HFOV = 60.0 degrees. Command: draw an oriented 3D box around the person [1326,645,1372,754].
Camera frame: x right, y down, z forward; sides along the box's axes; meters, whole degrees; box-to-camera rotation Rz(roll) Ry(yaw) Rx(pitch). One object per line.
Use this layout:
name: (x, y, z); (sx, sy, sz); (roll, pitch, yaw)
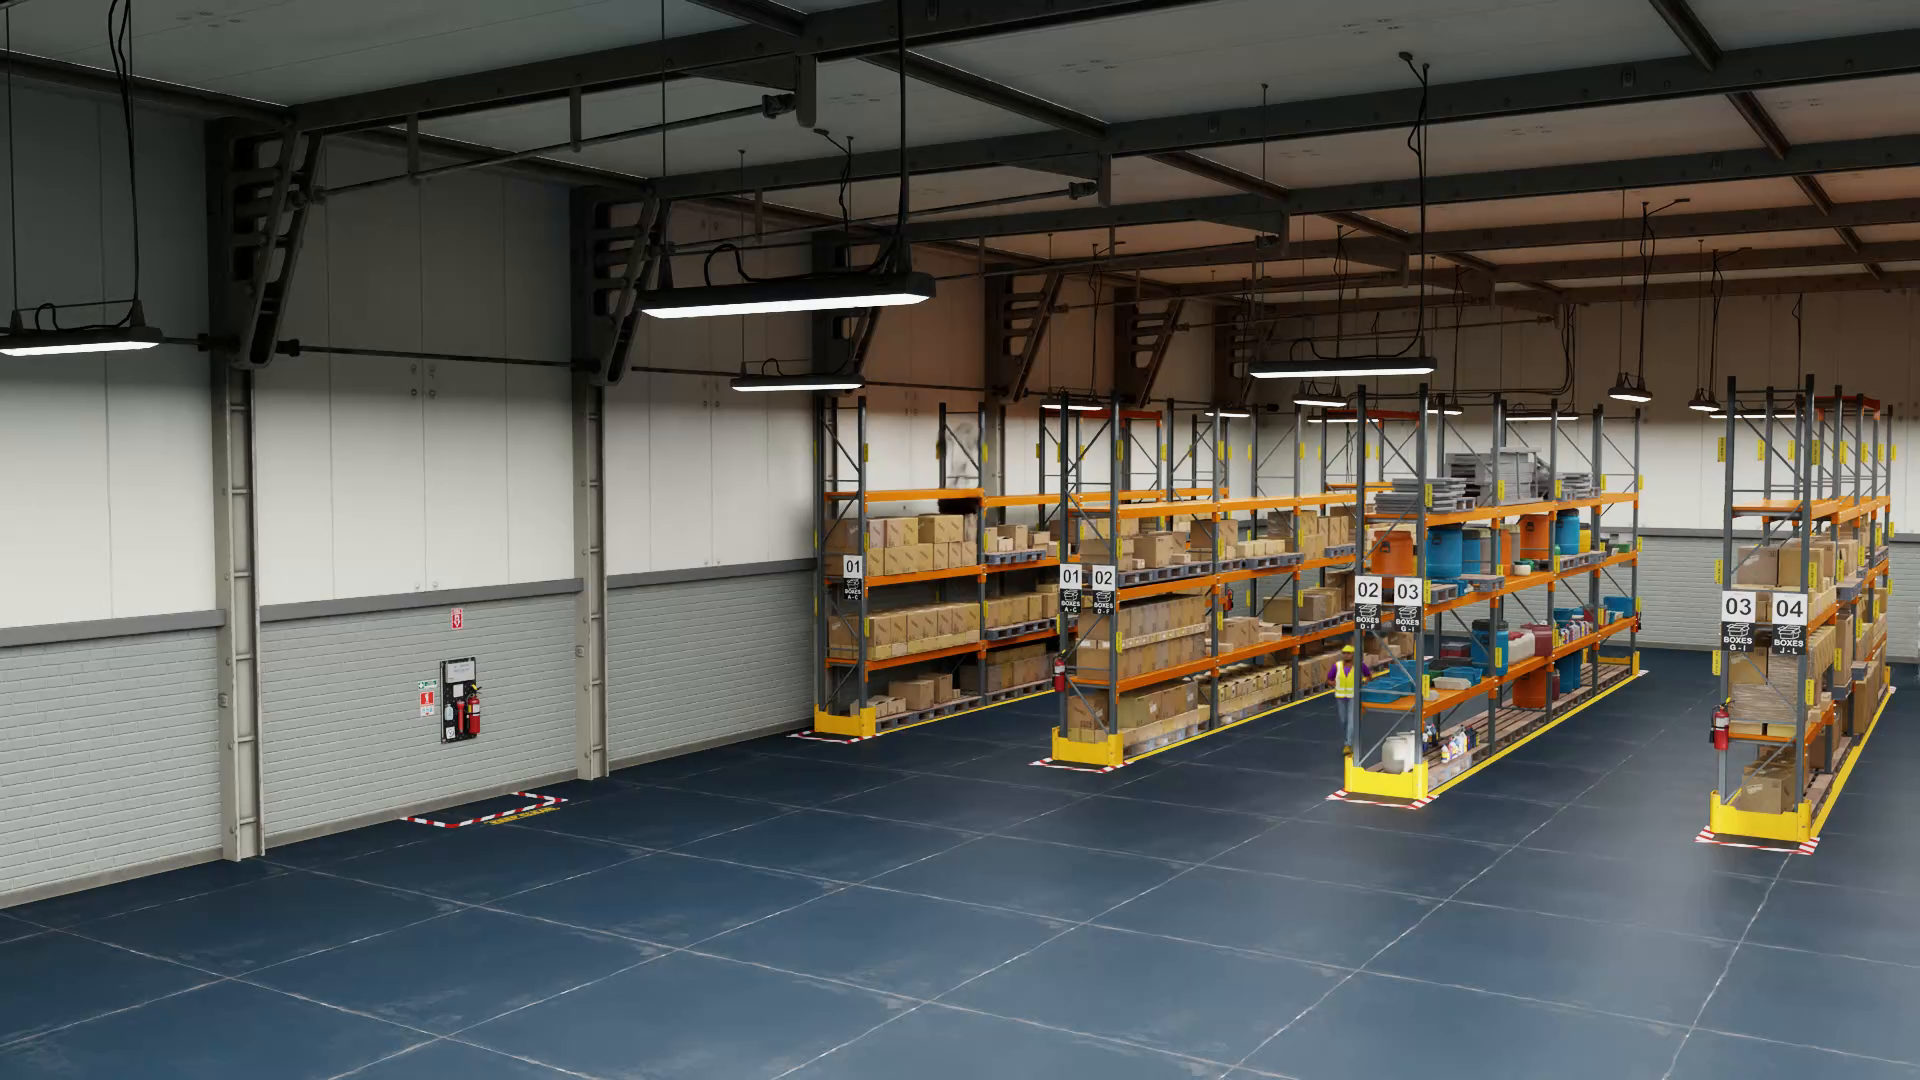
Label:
person: (6.458, 2.631, 27.742); (0.702, 1.754, 0.963); (1, 3, 25)
